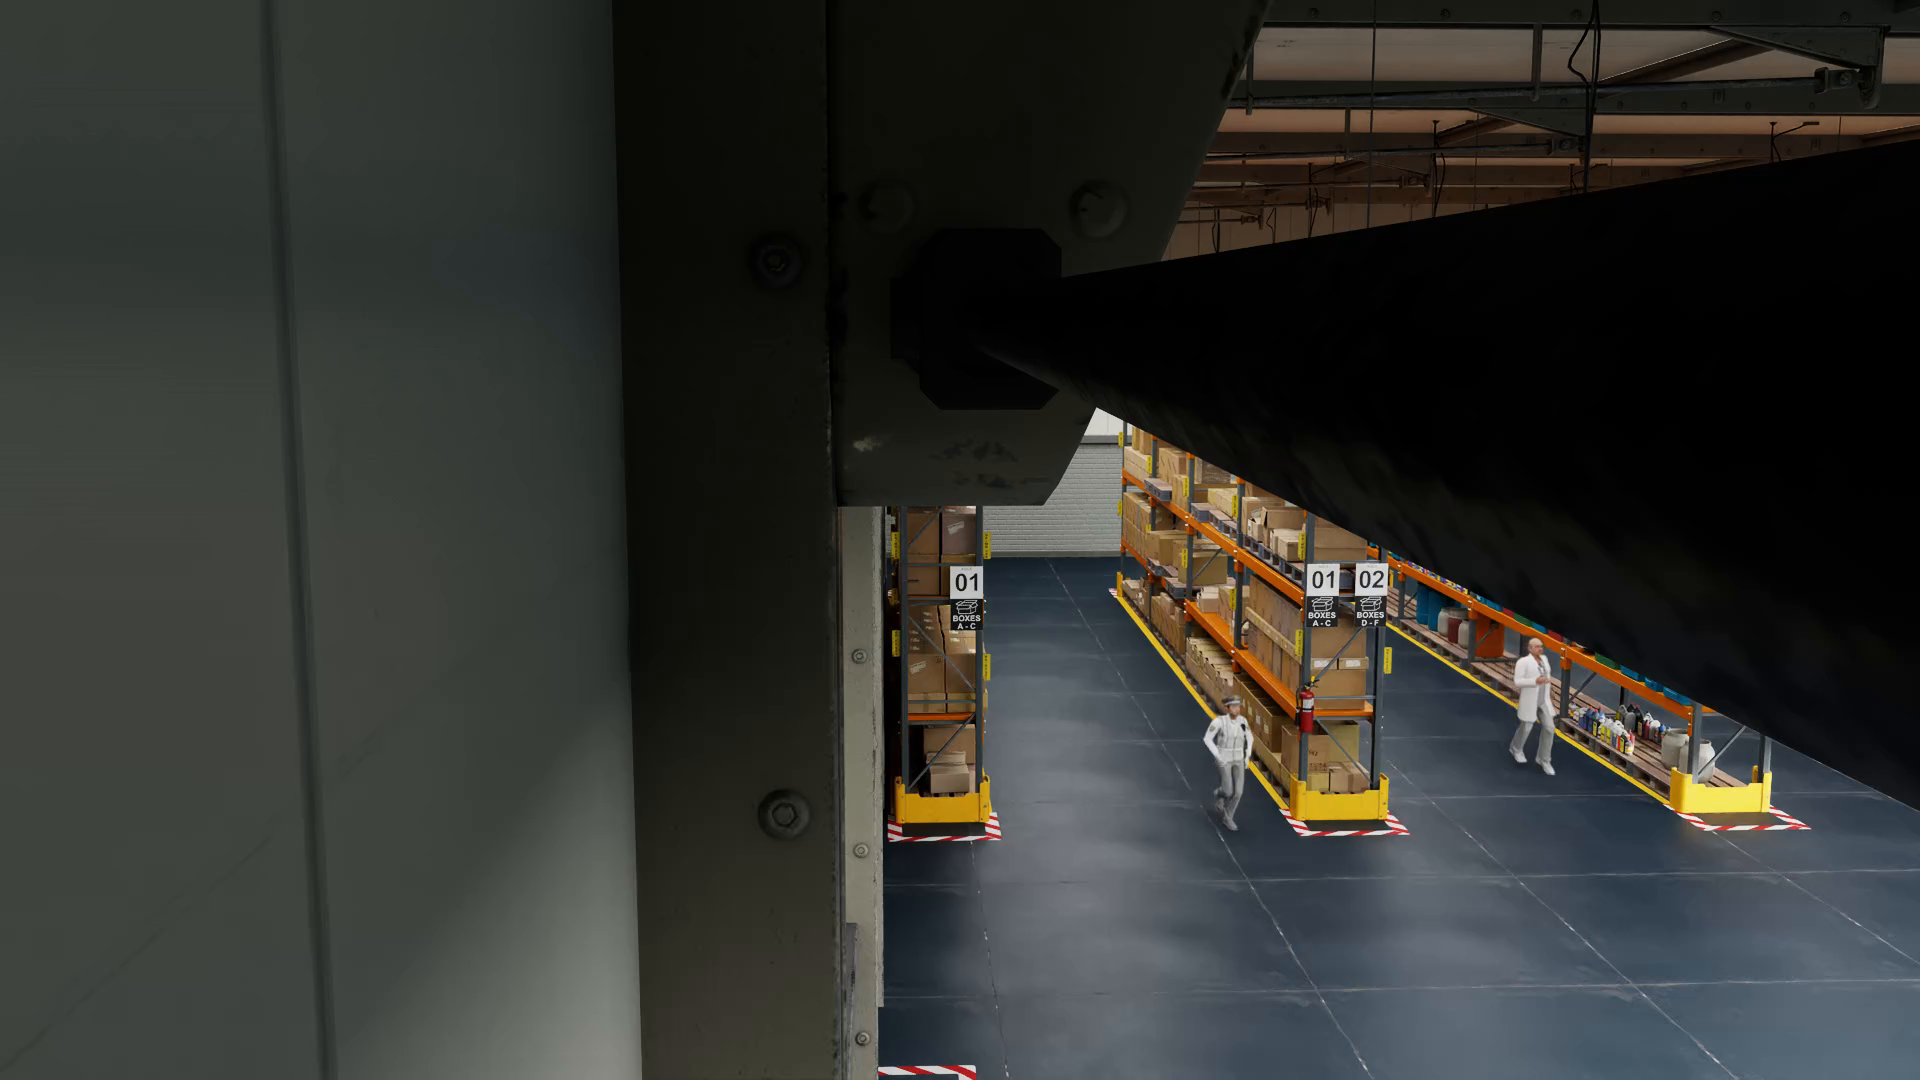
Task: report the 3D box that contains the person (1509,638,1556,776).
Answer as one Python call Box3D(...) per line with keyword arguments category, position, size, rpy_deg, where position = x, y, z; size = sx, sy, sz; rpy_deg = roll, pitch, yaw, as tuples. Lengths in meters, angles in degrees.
Box3D(category="person", position=(7.858, 2.247, 22.789), size=(0.685, 1.831, 0.832), rpy_deg=(-2, 8, -14))

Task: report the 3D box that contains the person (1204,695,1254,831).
Box3D(category="person", position=(3.298, 2.687, 20.312), size=(0.645, 1.652, 0.474), rpy_deg=(-2, 8, -12))
